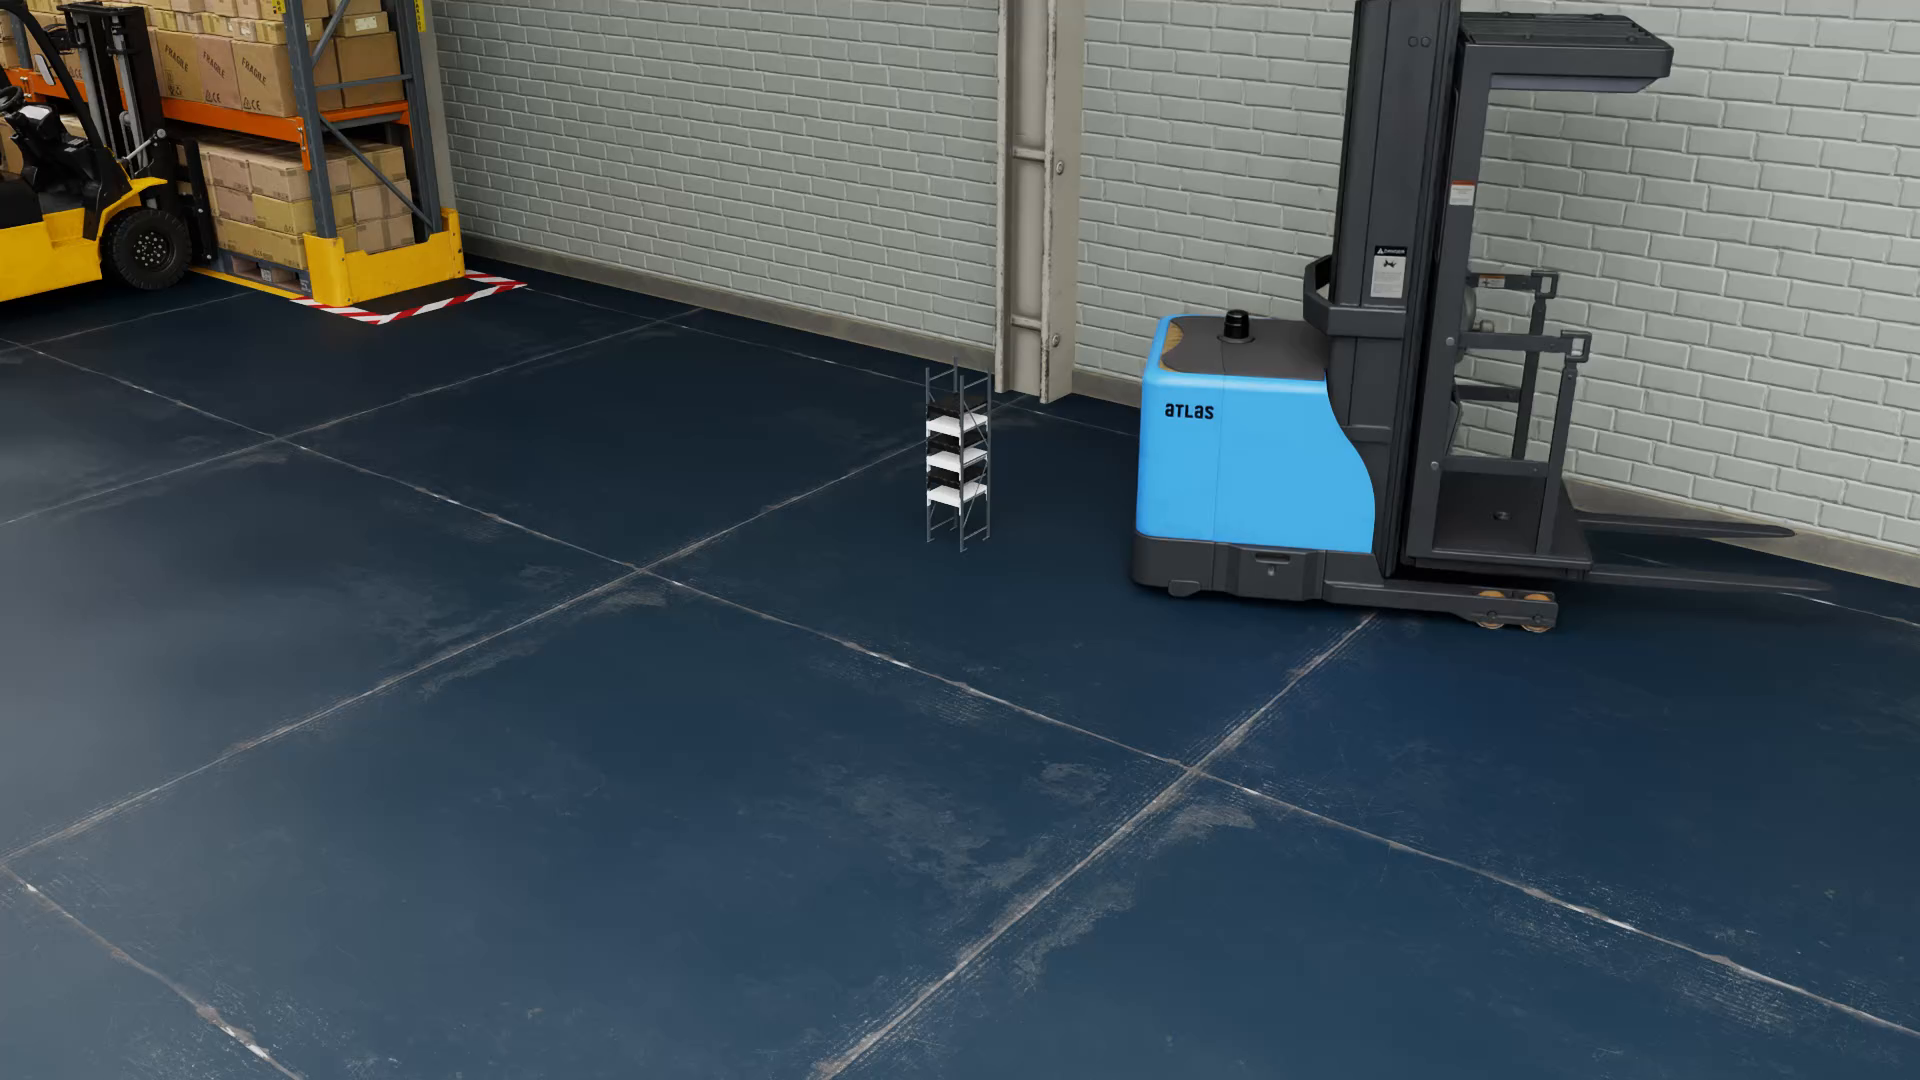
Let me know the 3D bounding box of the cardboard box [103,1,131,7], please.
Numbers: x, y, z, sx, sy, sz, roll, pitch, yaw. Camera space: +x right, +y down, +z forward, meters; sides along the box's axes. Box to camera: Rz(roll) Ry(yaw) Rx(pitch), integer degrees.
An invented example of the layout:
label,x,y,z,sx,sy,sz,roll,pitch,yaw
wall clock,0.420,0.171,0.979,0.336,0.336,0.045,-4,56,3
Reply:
label,x,y,z,sx,sy,sz,roll,pitch,yaw
cardboard box,-6.419,-4.121,12.953,0.250,0.149,0.380,16,28,32

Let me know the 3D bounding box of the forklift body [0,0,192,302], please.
label,x,y,z,sx,sy,sz,roll,pitch,yaw
forklift body,-6.934,-2.773,11.876,1.214,2.155,2.313,17,29,33

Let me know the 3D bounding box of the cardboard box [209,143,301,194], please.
label,x,y,z,sx,sy,sz,roll,pitch,yaw
cardboard box,-5.290,-2.815,12.569,0.500,0.250,0.500,17,29,34

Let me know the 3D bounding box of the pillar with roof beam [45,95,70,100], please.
label,x,y,z,sx,sy,sz,roll,pitch,yaw
pillar with roof beam,-11.722,-6.558,11.973,0.400,9.000,9.100,17,29,33

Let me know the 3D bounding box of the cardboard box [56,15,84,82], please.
label,x,y,z,sx,sy,sz,roll,pitch,yaw
cardboard box,-6.898,-3.992,13.467,0.500,0.500,0.500,17,29,34

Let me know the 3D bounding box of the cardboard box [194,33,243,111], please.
label,x,y,z,sx,sy,sz,roll,pitch,yaw
cardboard box,-5.283,-3.500,12.349,0.500,0.500,0.500,18,29,35

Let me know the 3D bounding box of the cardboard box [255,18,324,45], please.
label,x,y,z,sx,sy,sz,roll,pitch,yaw
cardboard box,-4.768,-3.628,11.834,0.250,0.149,0.380,17,29,34

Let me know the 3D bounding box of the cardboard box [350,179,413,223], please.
label,x,y,z,sx,sy,sz,roll,pitch,yaw
cardboard box,-4.574,-2.635,12.779,0.500,0.250,0.500,17,29,34

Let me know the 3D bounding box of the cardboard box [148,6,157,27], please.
label,x,y,z,sx,sy,sz,roll,pitch,yaw
cardboard box,-5.954,-4.019,12.724,0.250,0.149,0.380,17,29,33

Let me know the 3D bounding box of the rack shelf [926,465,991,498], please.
label,x,y,z,sx,sy,sz,roll,pitch,yaw
rack shelf,-0.006,-0.301,8.123,0.200,0.077,0.258,17,29,33

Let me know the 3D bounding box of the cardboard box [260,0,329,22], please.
label,x,y,z,sx,sy,sz,roll,pitch,yaw
cardboard box,-4.735,-3.789,11.832,0.250,0.149,0.380,17,29,33

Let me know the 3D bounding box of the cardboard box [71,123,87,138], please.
label,x,y,z,sx,sy,sz,roll,pitch,yaw
cardboard box,-6.921,-3.305,13.680,0.500,0.250,0.500,17,29,33

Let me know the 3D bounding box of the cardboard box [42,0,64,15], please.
label,x,y,z,sx,sy,sz,roll,pitch,yaw
cardboard box,-7.217,-4.377,13.536,0.250,0.149,0.380,18,29,34

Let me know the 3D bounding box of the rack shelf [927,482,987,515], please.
label,x,y,z,sx,sy,sz,roll,pitch,yaw
rack shelf,-0.006,-0.219,8.159,0.200,0.077,0.258,17,29,33

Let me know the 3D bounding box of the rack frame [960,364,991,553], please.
label,x,y,z,sx,sy,sz,roll,pitch,yaw
rack frame,0.075,-0.389,8.017,0.006,0.900,0.240,17,29,33

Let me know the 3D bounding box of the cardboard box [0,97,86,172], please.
label,x,y,z,sx,sy,sz,roll,pitch,yaw
cardboard box,-8.563,-3.677,15.299,0.625,0.625,0.875,16,29,33

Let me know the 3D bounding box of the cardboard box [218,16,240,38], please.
label,x,y,z,sx,sy,sz,roll,pitch,yaw
cardboard box,-5.161,-3.762,12.140,0.250,0.149,0.380,17,29,34

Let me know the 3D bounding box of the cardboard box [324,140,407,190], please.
label,x,y,z,sx,sy,sz,roll,pitch,yaw
cardboard box,-4.593,-2.860,12.671,0.500,0.250,0.500,16,29,33

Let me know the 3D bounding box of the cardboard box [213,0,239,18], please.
label,x,y,z,sx,sy,sz,roll,pitch,yaw
cardboard box,-5.177,-3.893,12.068,0.250,0.149,0.380,18,29,34

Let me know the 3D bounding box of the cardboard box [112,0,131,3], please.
label,x,y,z,sx,sy,sz,roll,pitch,yaw
cardboard box,-6.367,-4.279,12.943,0.250,0.149,0.380,17,29,33

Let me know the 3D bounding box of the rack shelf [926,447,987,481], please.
label,x,y,z,sx,sy,sz,roll,pitch,yaw
rack shelf,-0.006,-0.383,8.086,0.200,0.077,0.258,17,29,33

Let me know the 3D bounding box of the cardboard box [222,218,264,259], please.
label,x,y,z,sx,sy,sz,roll,pitch,yaw
cardboard box,-5.280,-2.360,12.776,0.500,0.250,0.500,17,29,33

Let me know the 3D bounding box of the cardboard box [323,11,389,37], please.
label,x,y,z,sx,sy,sz,roll,pitch,yaw
cardboard box,-4.438,-3.800,12.225,0.250,0.149,0.380,16,28,32

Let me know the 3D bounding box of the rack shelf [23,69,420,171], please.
label,x,y,z,sx,sy,sz,roll,pitch,yaw
rack shelf,-5.922,-3.446,13.243,4.000,0.370,1.077,17,29,33

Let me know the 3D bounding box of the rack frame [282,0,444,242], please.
label,x,y,z,sx,sy,sz,roll,pitch,yaw
rack frame,-4.322,-3.292,12.000,0.127,3.000,1.000,17,29,33

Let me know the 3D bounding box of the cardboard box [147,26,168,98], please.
label,x,y,z,sx,sy,sz,roll,pitch,yaw
cardboard box,-6.102,-3.742,12.898,0.500,0.500,0.500,17,29,34

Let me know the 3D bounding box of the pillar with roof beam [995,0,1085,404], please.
label,x,y,z,sx,sy,sz,roll,pitch,yaw
pillar with roof beam,-2.119,-3.656,5.387,0.400,9.000,9.100,17,29,33

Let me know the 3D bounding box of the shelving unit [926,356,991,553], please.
label,x,y,z,sx,sy,sz,roll,pitch,yaw
shelving unit,-0.006,-0.414,8.073,0.210,0.900,0.258,17,29,33

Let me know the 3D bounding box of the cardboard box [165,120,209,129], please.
label,x,y,z,sx,sy,sz,roll,pitch,yaw
cardboard box,-6.202,-3.349,13.781,0.500,0.250,0.500,17,29,34

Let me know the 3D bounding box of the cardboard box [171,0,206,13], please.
label,x,y,z,sx,sy,sz,roll,pitch,yaw
cardboard box,-5.606,-4.004,12.321,0.250,0.149,0.380,18,29,35

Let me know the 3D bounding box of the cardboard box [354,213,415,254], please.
label,x,y,z,sx,sy,sz,roll,pitch,yaw
cardboard box,-4.598,-2.407,12.883,0.500,0.250,0.500,17,29,34

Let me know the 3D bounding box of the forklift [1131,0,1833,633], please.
label,x,y,z,sx,sy,sz,roll,pitch,yaw
forklift,2.358,-1.167,7.263,3.031,2.935,1.130,4,24,10

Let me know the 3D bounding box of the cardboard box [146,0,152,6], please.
label,x,y,z,sx,sy,sz,roll,pitch,yaw
cardboard box,-5.966,-4.158,12.669,0.250,0.149,0.380,17,29,34

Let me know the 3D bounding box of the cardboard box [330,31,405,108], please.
label,x,y,z,sx,sy,sz,roll,pitch,yaw
cardboard box,-4.552,-3.547,12.455,0.500,0.500,0.500,18,29,35

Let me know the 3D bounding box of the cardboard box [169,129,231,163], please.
label,x,y,z,sx,sy,sz,roll,pitch,yaw
cardboard box,-6.100,-3.059,13.122,0.500,0.250,0.500,16,28,32

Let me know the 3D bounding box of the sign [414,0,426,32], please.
label,x,y,z,sx,sy,sz,roll,pitch,yaw
sign,-3.984,-3.902,12.213,0.005,0.325,0.100,17,29,33

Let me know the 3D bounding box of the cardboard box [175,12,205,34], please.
label,x,y,z,sx,sy,sz,roll,pitch,yaw
cardboard box,-5.594,-3.875,12.397,0.250,0.149,0.380,16,28,32

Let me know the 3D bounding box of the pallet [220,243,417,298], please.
label,x,y,z,sx,sy,sz,roll,pitch,yaw
pallet,-4.959,-2.187,12.951,1.213,0.211,1.003,17,29,33

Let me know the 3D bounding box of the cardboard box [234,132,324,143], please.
label,x,y,z,sx,sy,sz,roll,pitch,yaw
cardboard box,-5.389,-3.104,13.225,0.500,0.250,0.500,17,29,33

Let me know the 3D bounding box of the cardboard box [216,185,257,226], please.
label,x,y,z,sx,sy,sz,roll,pitch,yaw
cardboard box,-5.294,-2.596,12.691,0.500,0.250,0.500,16,29,33

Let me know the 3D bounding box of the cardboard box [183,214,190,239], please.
label,x,y,z,sx,sy,sz,roll,pitch,yaw
cardboard box,-6.104,-2.603,13.326,0.500,0.250,0.500,18,29,35

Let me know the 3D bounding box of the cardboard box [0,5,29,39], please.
label,x,y,z,sx,sy,sz,roll,pitch,yaw
cardboard box,-8.069,-4.455,14.207,0.500,0.250,0.500,16,28,32

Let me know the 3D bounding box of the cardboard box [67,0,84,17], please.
label,x,y,z,sx,sy,sz,roll,pitch,yaw
cardboard box,-6.839,-4.240,13.224,0.250,0.149,0.380,18,29,34
